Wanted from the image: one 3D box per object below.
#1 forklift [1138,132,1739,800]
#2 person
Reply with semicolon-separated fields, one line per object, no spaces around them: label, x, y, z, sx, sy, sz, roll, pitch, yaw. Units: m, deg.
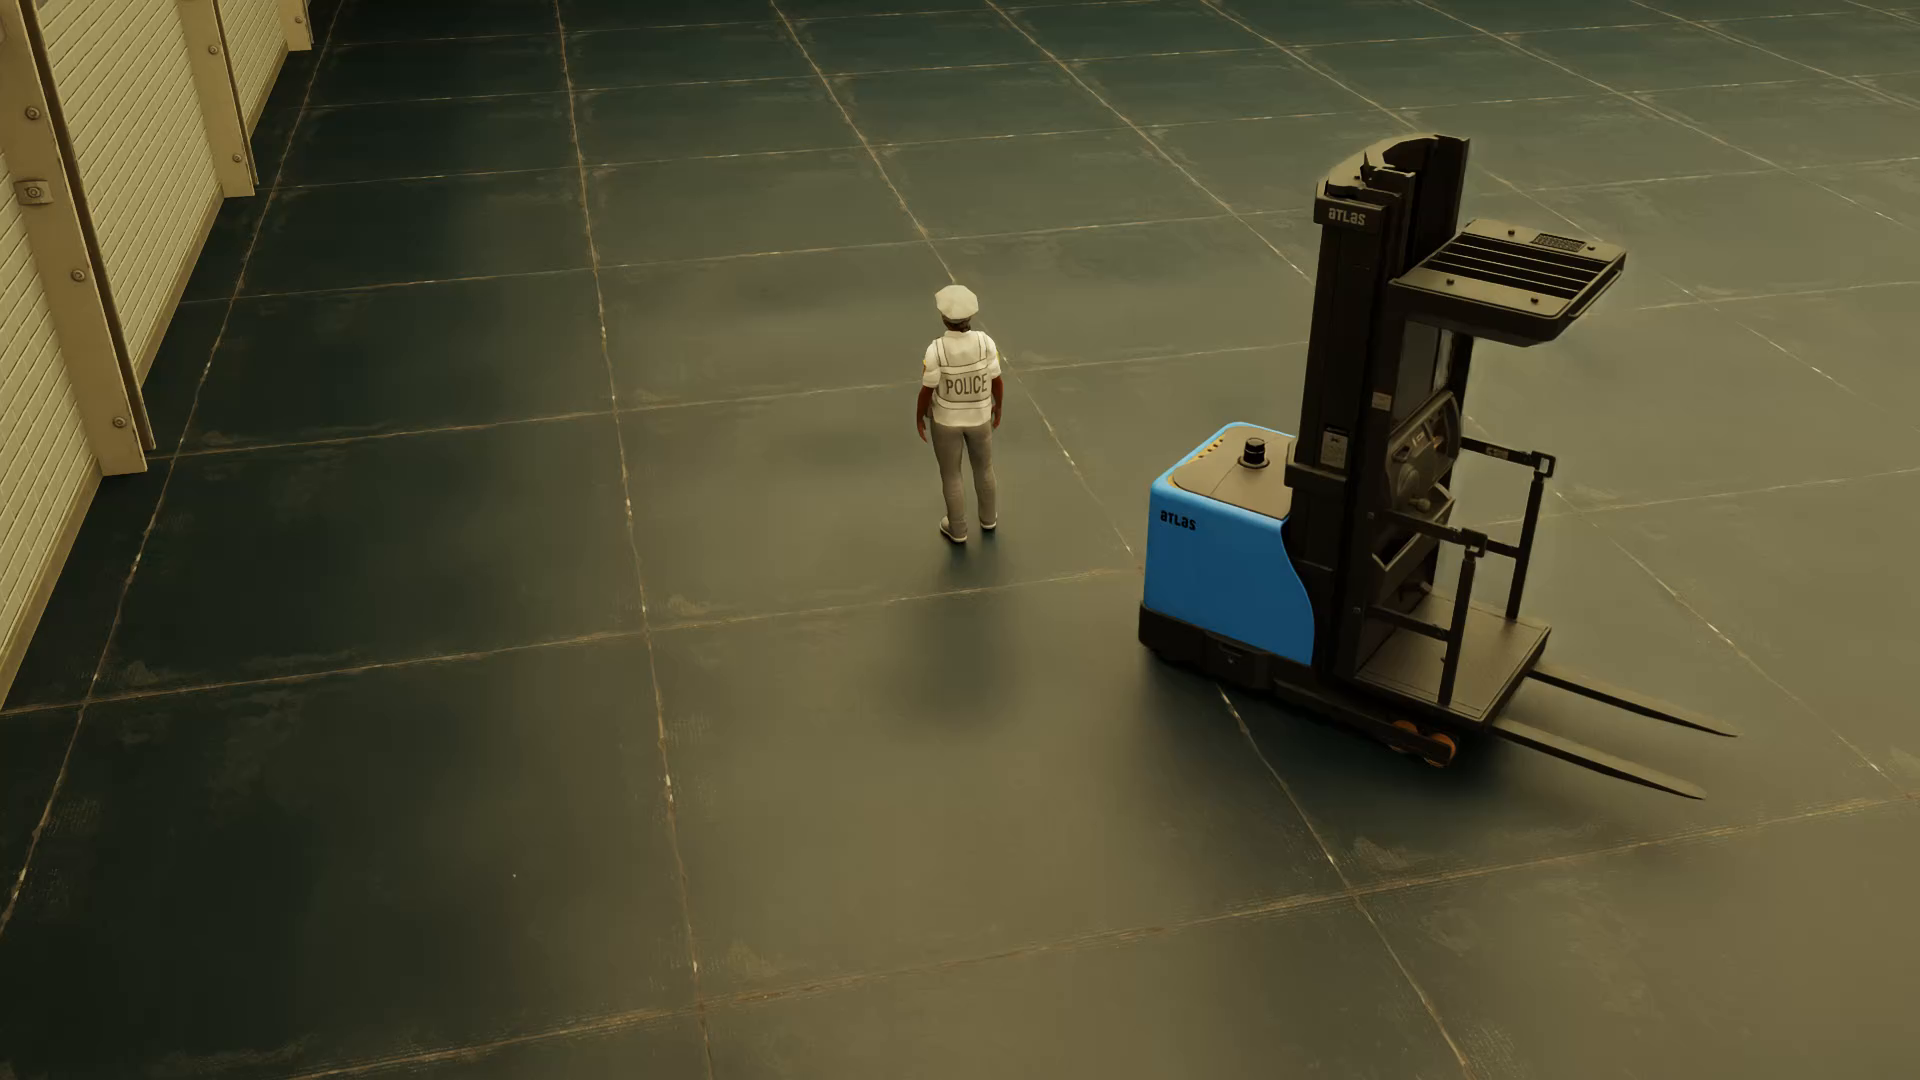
forklift;2.504;-0.415;8.291;3.031;2.935;1.130;20;35;30
person;0.002;-0.779;10.139;0.569;1.695;0.528;-7;31;-12
